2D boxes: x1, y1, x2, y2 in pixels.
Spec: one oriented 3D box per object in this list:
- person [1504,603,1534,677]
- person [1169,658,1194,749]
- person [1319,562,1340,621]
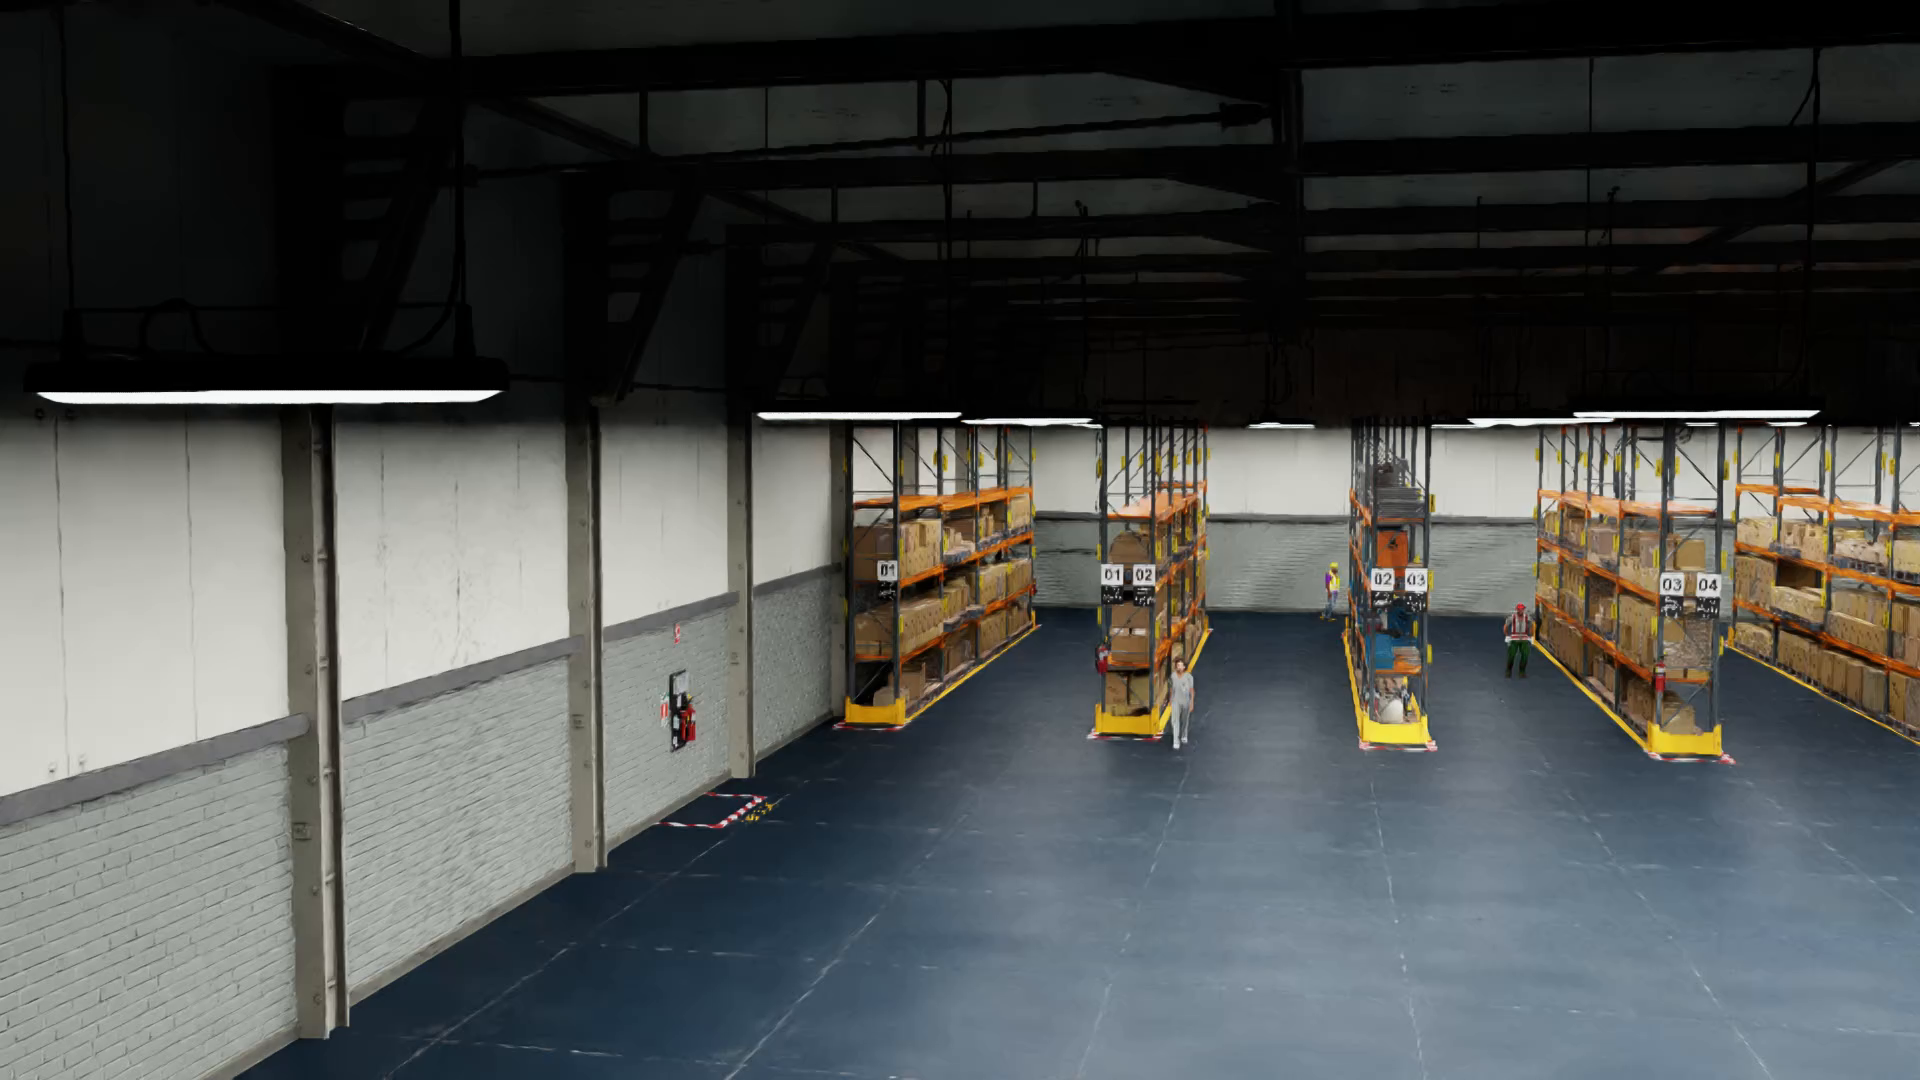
[{"bbox_3d":[12.897,2.306,38.370,0.677,1.742,0.552,1,4,10],"label":"person"},{"bbox_3d":[3.988,2.919,29.919,0.455,1.612,1.018,1,4,11],"label":"person"},{"bbox_3d":[11.018,1.536,49.549,0.463,1.756,0.720,3,5,42],"label":"person"}]
